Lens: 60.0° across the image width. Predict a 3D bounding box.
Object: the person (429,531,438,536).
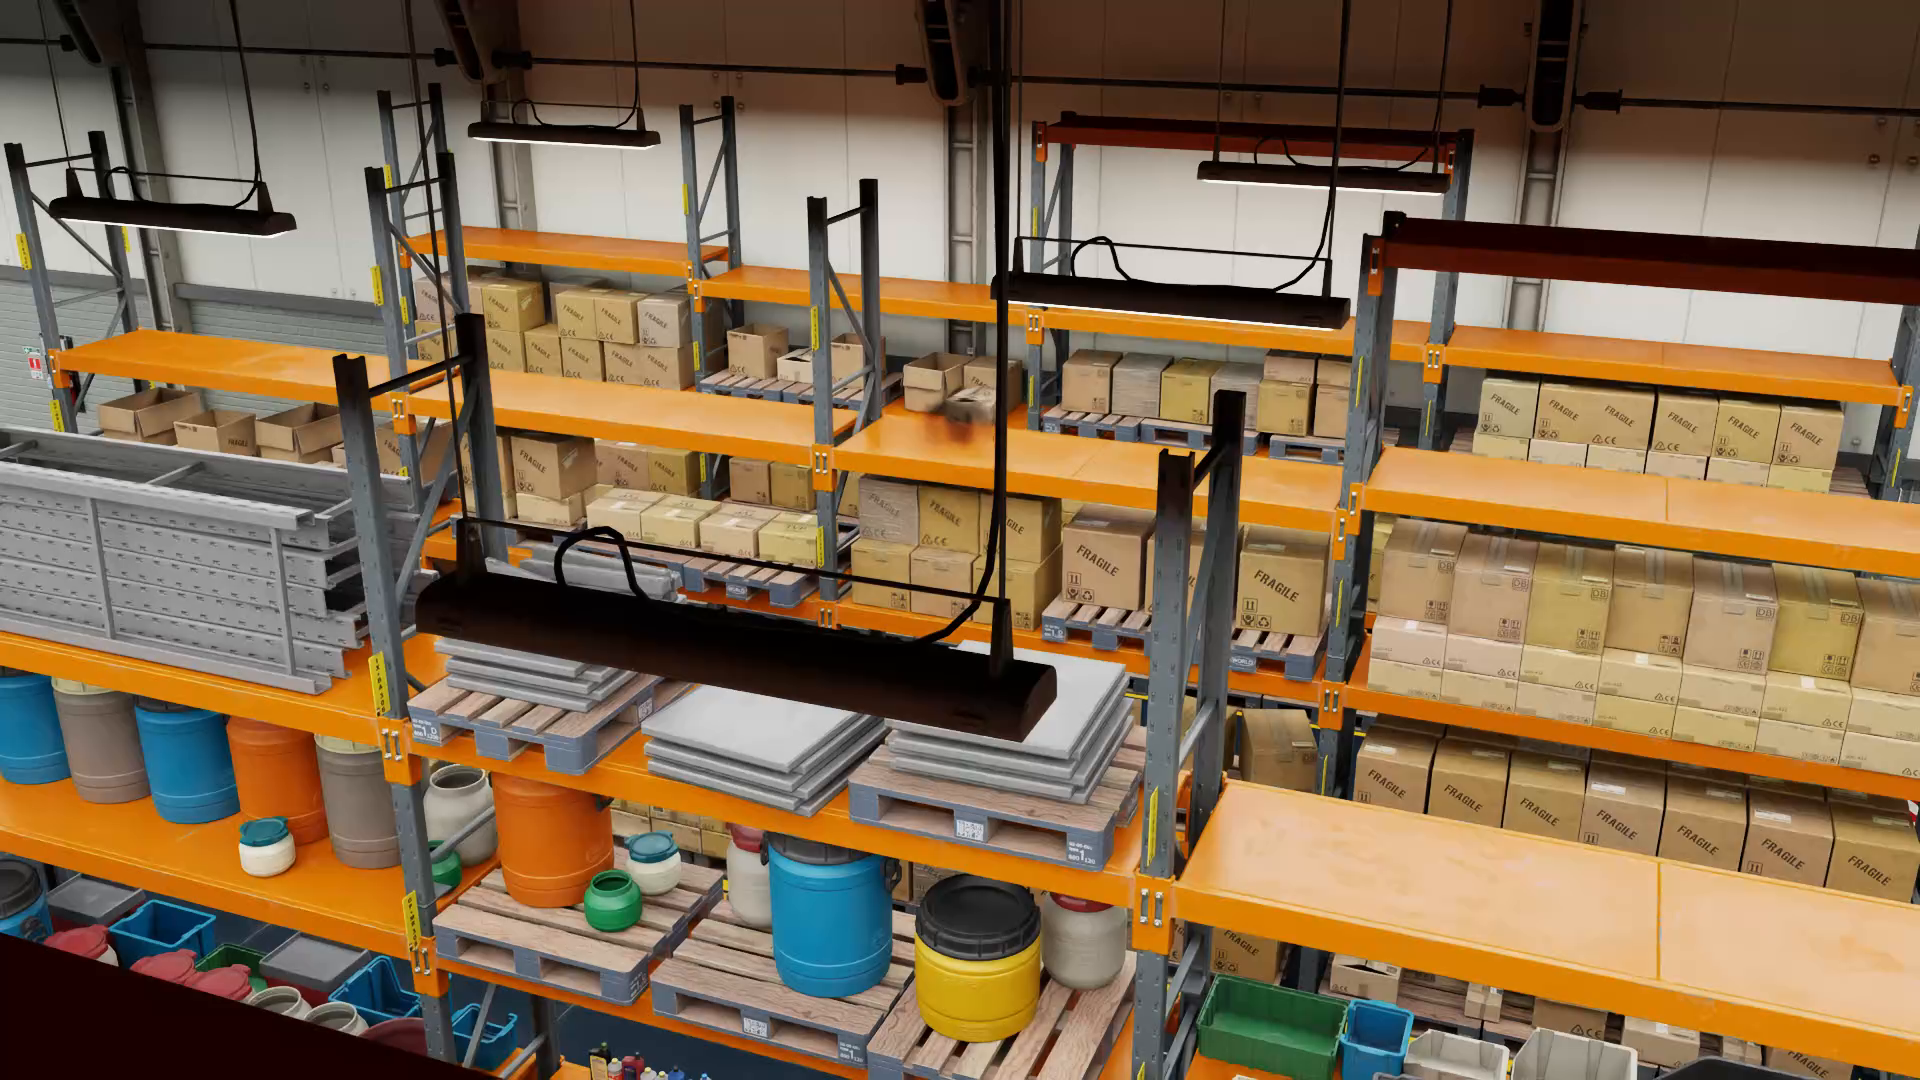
[{"bbox_3d":[-5.665,0.668,18.152,0.482,1.818,0.543,-13,24,-30],"label":"person"}]
